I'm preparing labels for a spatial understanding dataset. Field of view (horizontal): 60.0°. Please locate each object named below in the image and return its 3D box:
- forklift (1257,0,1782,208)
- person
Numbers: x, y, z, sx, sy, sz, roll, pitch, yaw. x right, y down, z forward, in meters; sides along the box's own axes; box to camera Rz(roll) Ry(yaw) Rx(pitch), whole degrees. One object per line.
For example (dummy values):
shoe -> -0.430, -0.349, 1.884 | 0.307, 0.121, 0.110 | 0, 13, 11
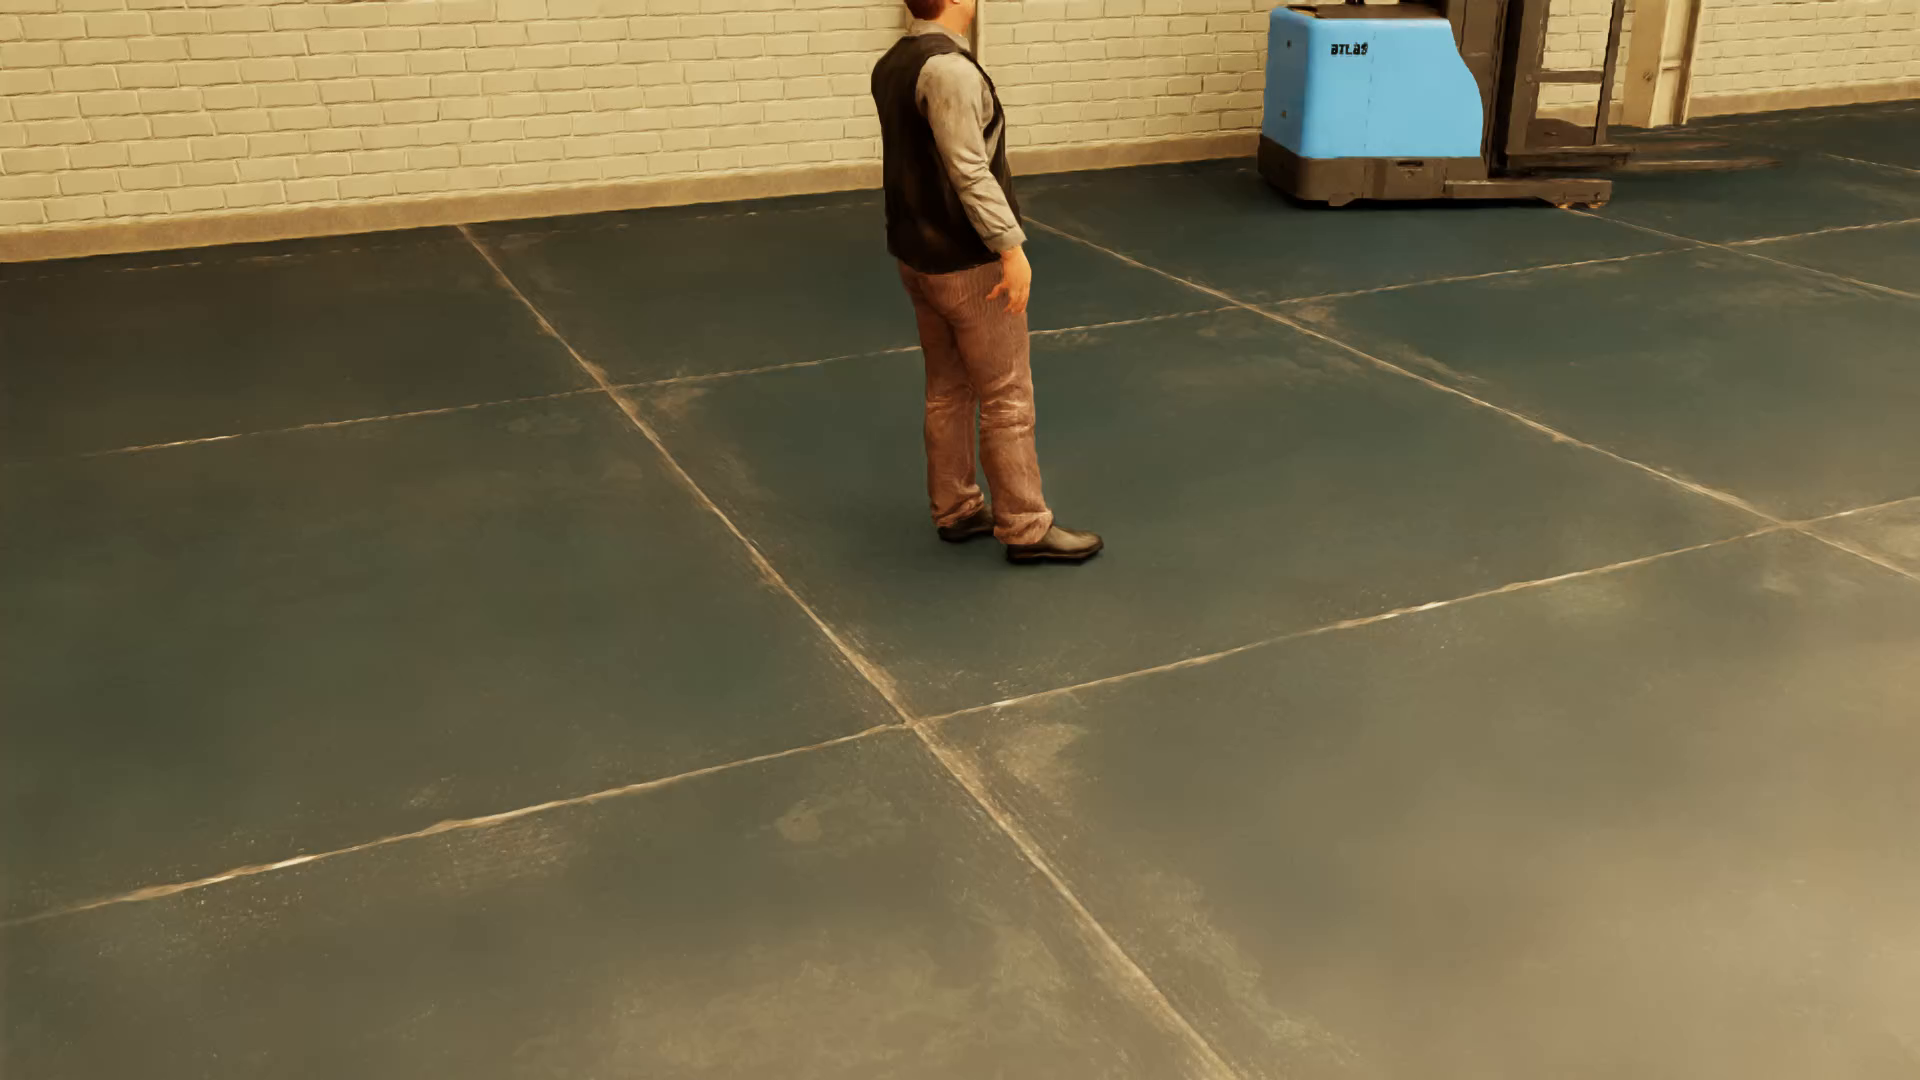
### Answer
forklift -> 3.431, -3.516, 9.749 | 3.031, 2.935, 1.130 | -2, 23, -5
person -> 0.060, -0.809, 4.791 | 0.567, 1.720, 0.632 | -10, 25, -23
